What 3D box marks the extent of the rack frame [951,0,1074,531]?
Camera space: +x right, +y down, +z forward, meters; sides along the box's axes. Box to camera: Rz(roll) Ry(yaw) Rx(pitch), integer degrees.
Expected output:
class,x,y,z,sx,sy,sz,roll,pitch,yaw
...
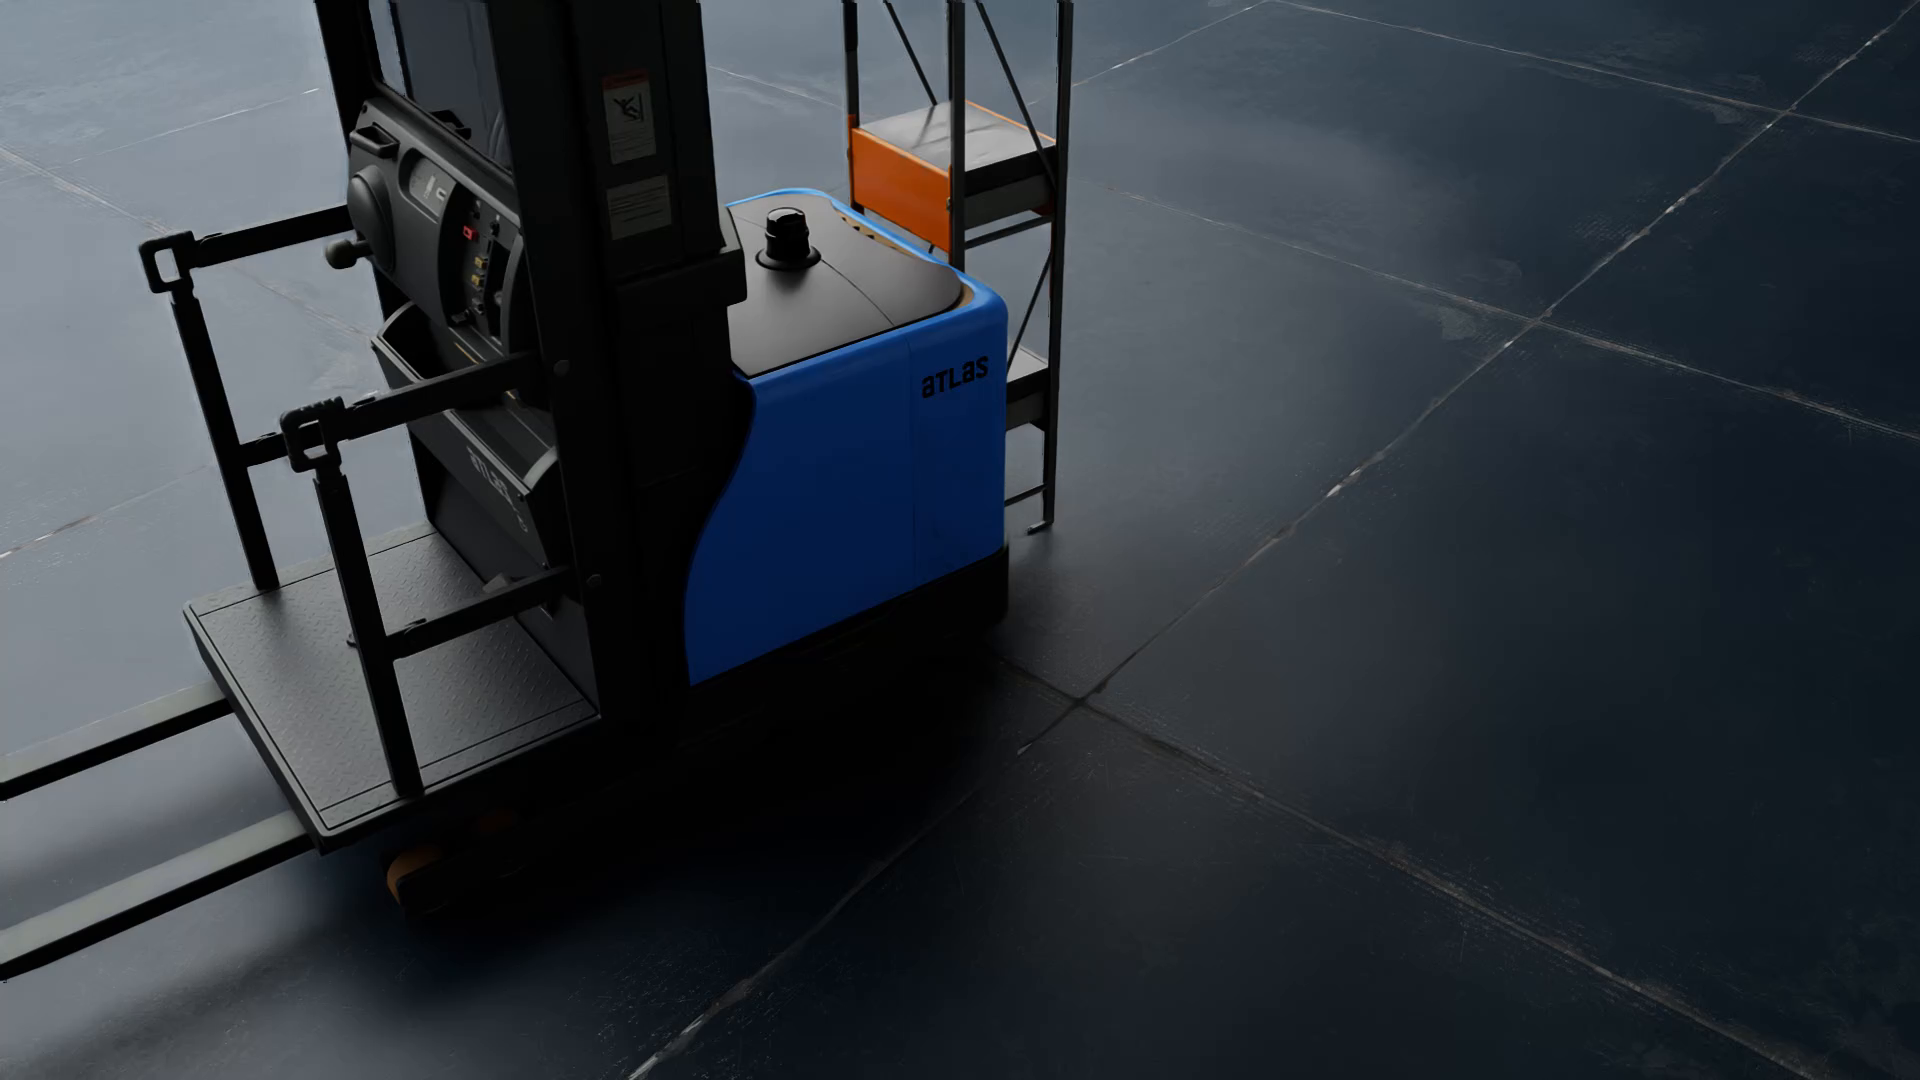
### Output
class,x,y,z,sx,sy,sz,roll,pitch,yaw
rack frame,0.139,-0.858,4.644,0.400,2.100,0.015,-24,41,-30

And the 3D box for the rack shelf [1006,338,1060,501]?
class,x,y,z,sx,sy,sz,roll,pitch,yaw
rack shelf,-0.011,-0.379,5.207,0.431,0.518,0.480,-24,41,-30

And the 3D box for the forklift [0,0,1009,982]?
class,x,y,z,sx,sy,sz,roll,pitch,yaw
forklift,-1.344,-0.661,3.623,3.031,2.935,1.130,-23,41,-30

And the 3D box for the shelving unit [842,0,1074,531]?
class,x,y,z,sx,sy,sz,roll,pitch,yaw
shelving unit,-0.011,-0.967,4.803,0.431,2.100,0.503,-24,41,-30

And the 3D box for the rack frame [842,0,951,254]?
class,x,y,z,sx,sy,sz,roll,pitch,yaw
rack frame,-0.160,-1.076,4.962,0.400,2.100,0.015,-24,41,-30

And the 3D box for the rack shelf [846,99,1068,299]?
class,x,y,z,sx,sy,sz,roll,pitch,yaw
rack shelf,-0.011,-0.956,4.811,0.431,0.518,0.480,-24,41,-30

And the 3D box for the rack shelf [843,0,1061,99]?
class,x,y,z,sx,sy,sz,roll,pitch,yaw
rack shelf,-0.011,-1.533,4.415,0.431,0.518,0.480,-24,41,-30
